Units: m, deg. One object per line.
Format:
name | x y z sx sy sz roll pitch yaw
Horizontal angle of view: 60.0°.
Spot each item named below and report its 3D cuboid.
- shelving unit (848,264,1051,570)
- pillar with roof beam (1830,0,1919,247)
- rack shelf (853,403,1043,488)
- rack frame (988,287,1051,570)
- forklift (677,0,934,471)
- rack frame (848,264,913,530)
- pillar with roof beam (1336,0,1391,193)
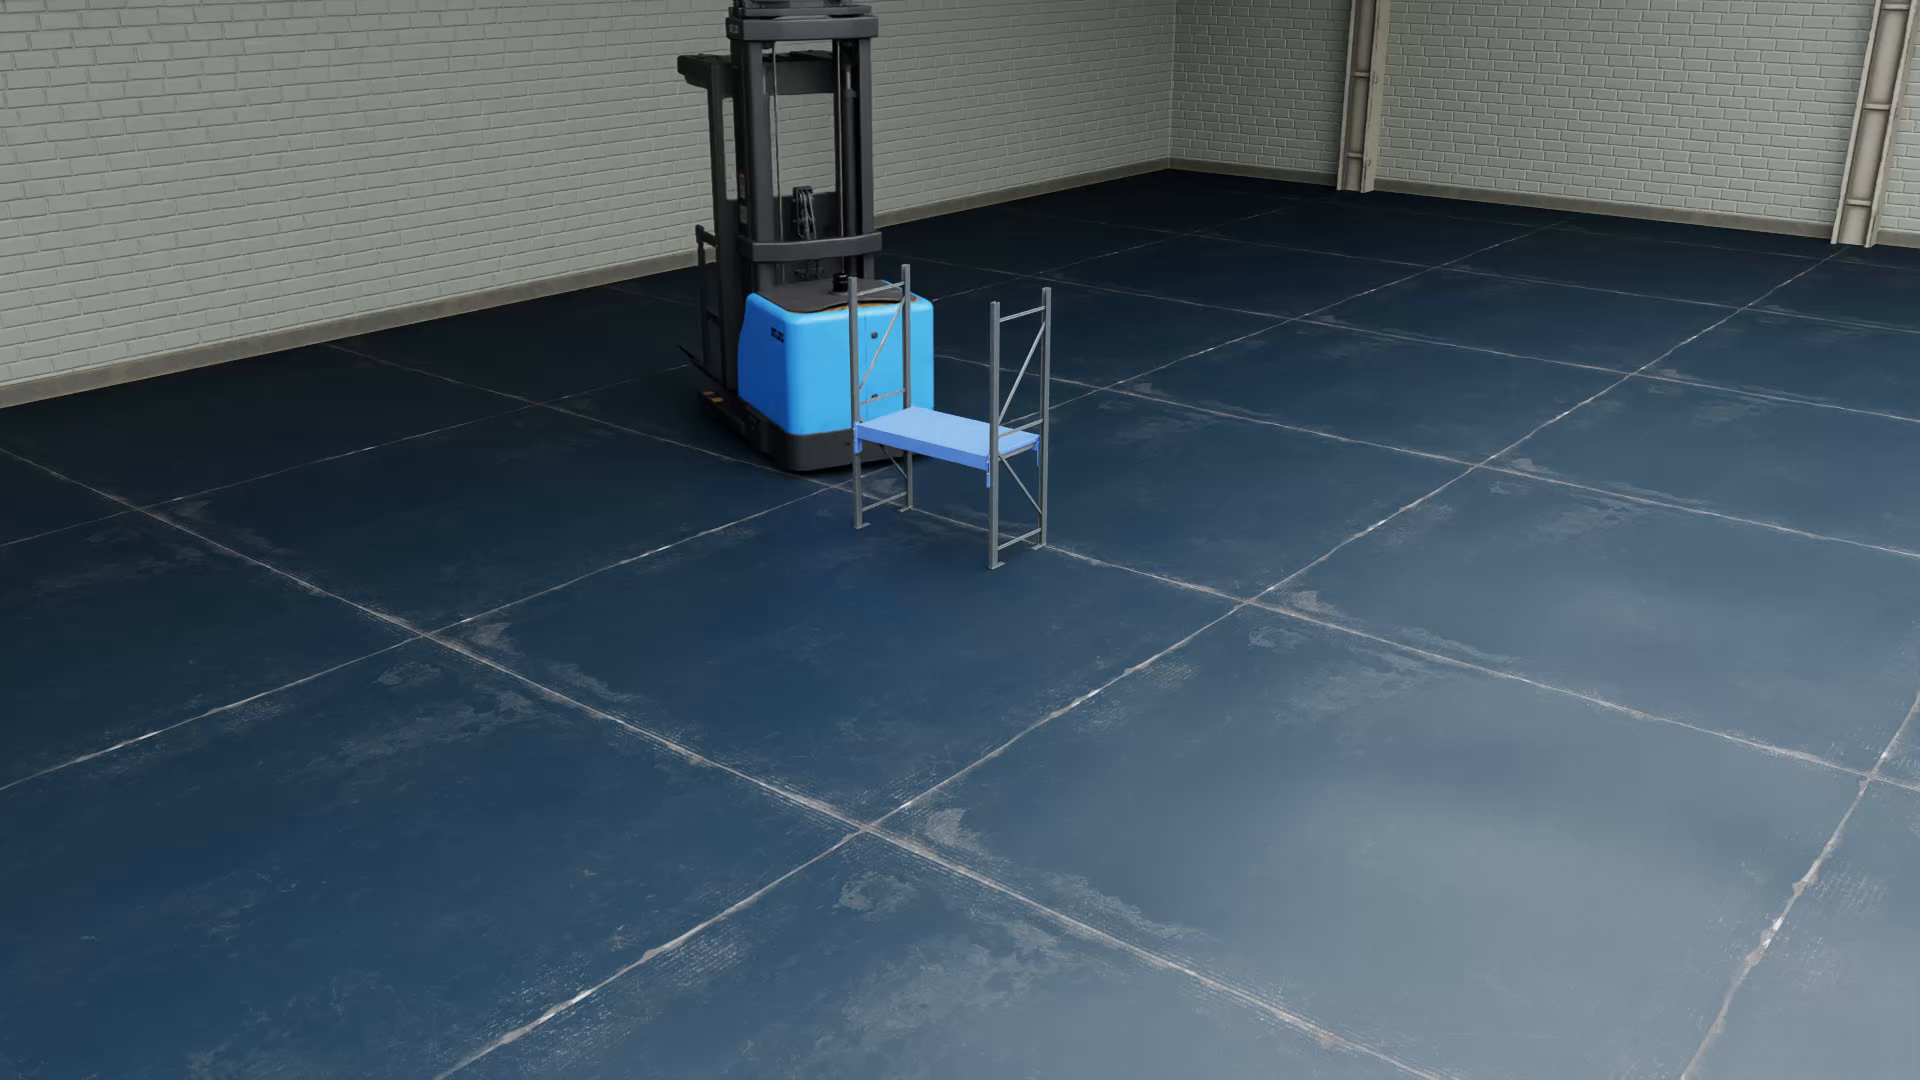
shelving unit | -0.066 -0.721 9.454 1.048 1.500 0.538 16 26 36
pillar with roof beam | 7.133 -6.307 13.640 0.400 9.000 9.100 16 26 36
rack shelf | -0.066 -0.552 9.517 1.000 0.185 0.538 16 26 36
rack frame | 0.328 -0.607 9.153 0.032 1.500 0.500 16 26 36
forklift | -1.261 -2.292 11.591 1.130 2.935 3.031 -10 23 -24
rack frame | -0.460 -0.834 9.755 0.032 1.500 0.500 16 26 36
pillar with roof beam | 2.484 -7.646 17.190 0.400 9.000 9.100 16 26 36
